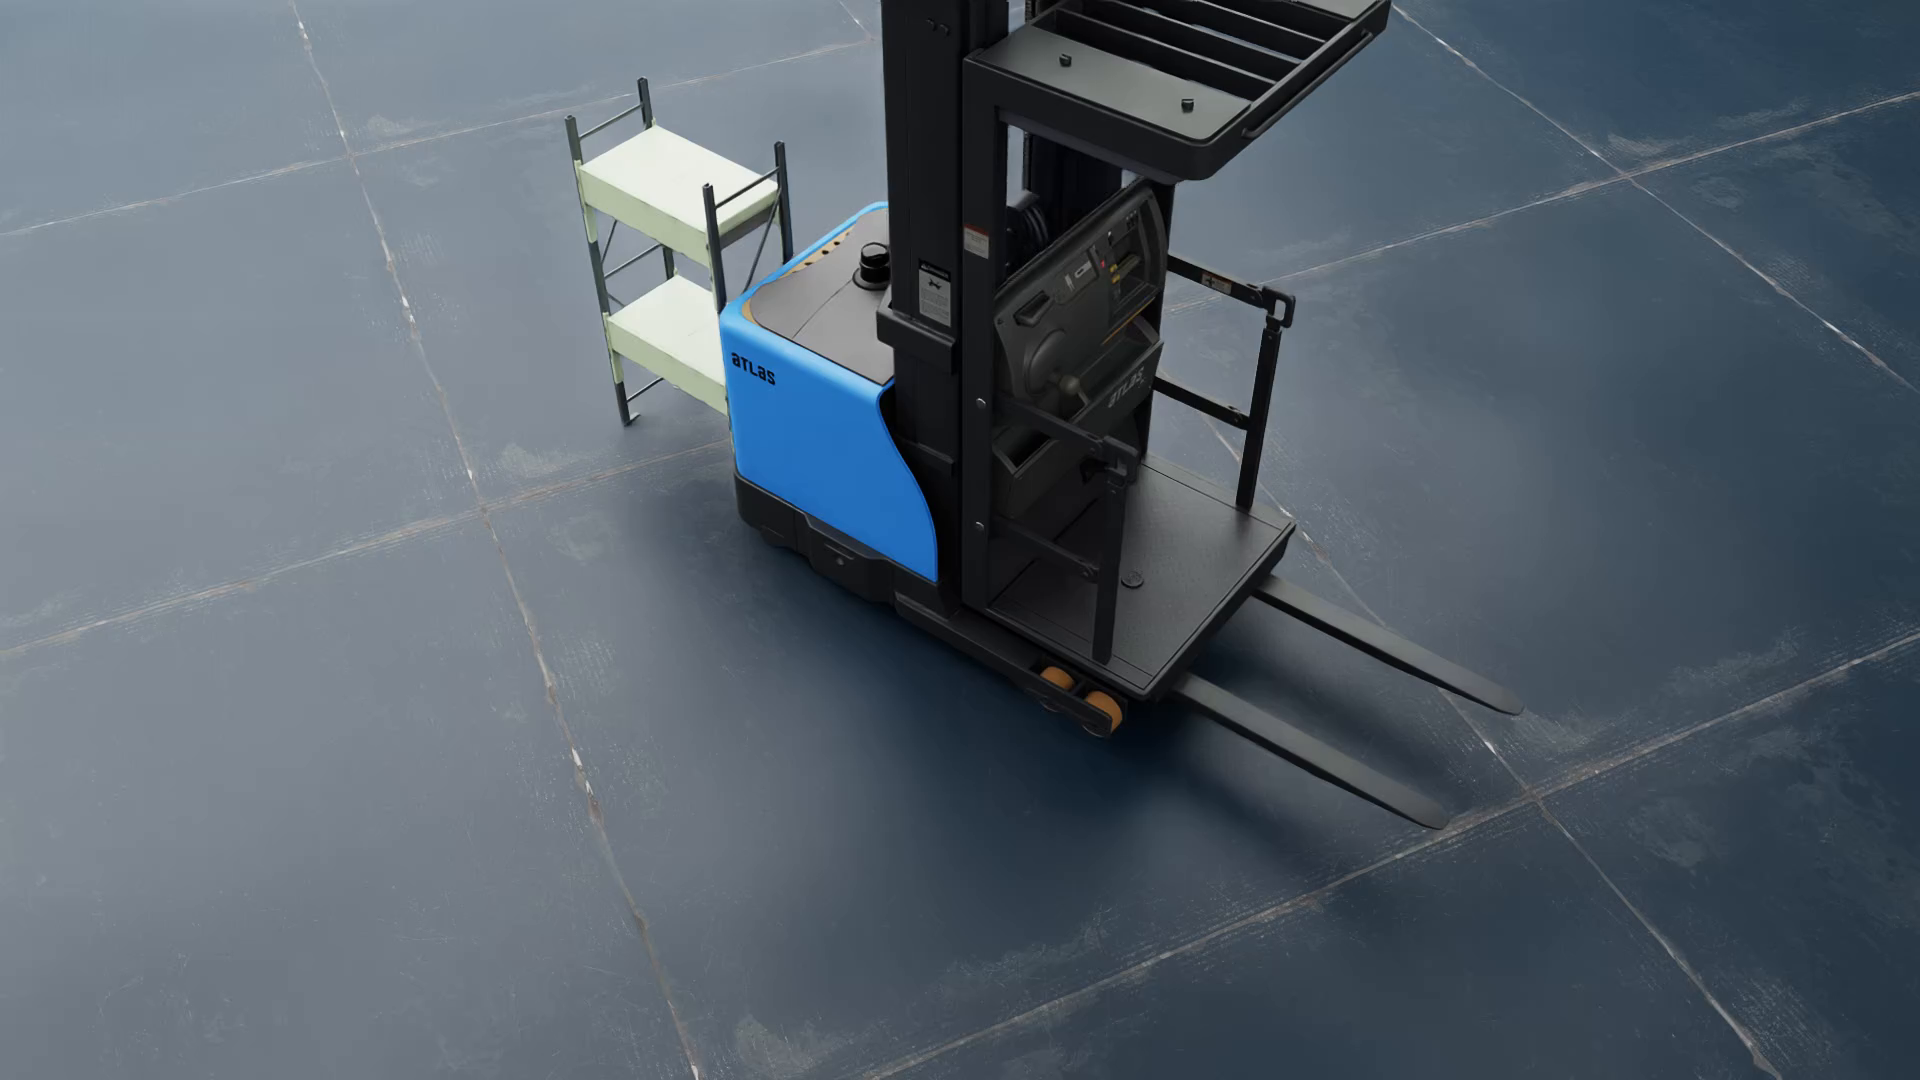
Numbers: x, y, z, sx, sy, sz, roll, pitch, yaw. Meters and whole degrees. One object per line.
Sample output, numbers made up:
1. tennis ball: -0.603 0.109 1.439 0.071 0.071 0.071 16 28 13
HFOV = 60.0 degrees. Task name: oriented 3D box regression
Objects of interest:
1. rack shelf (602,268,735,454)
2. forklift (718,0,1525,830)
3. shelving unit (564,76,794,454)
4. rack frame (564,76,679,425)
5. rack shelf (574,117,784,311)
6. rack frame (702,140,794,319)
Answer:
1. rack shelf: -1.062 -0.753 6.909 0.720 0.370 0.431 30 52 27
2. forklift: 0.579 -0.758 5.431 3.031 2.935 1.130 28 51 25
3. shelving unit: -1.062 -0.985 6.680 0.755 1.500 0.431 30 52 27
4. rack frame: -1.344 -1.148 6.846 0.023 1.500 0.400 30 52 27
5. rack shelf: -1.062 -1.262 6.406 0.720 0.370 0.431 30 52 27
6. rack frame: -0.779 -0.821 6.515 0.023 1.500 0.400 30 52 27
